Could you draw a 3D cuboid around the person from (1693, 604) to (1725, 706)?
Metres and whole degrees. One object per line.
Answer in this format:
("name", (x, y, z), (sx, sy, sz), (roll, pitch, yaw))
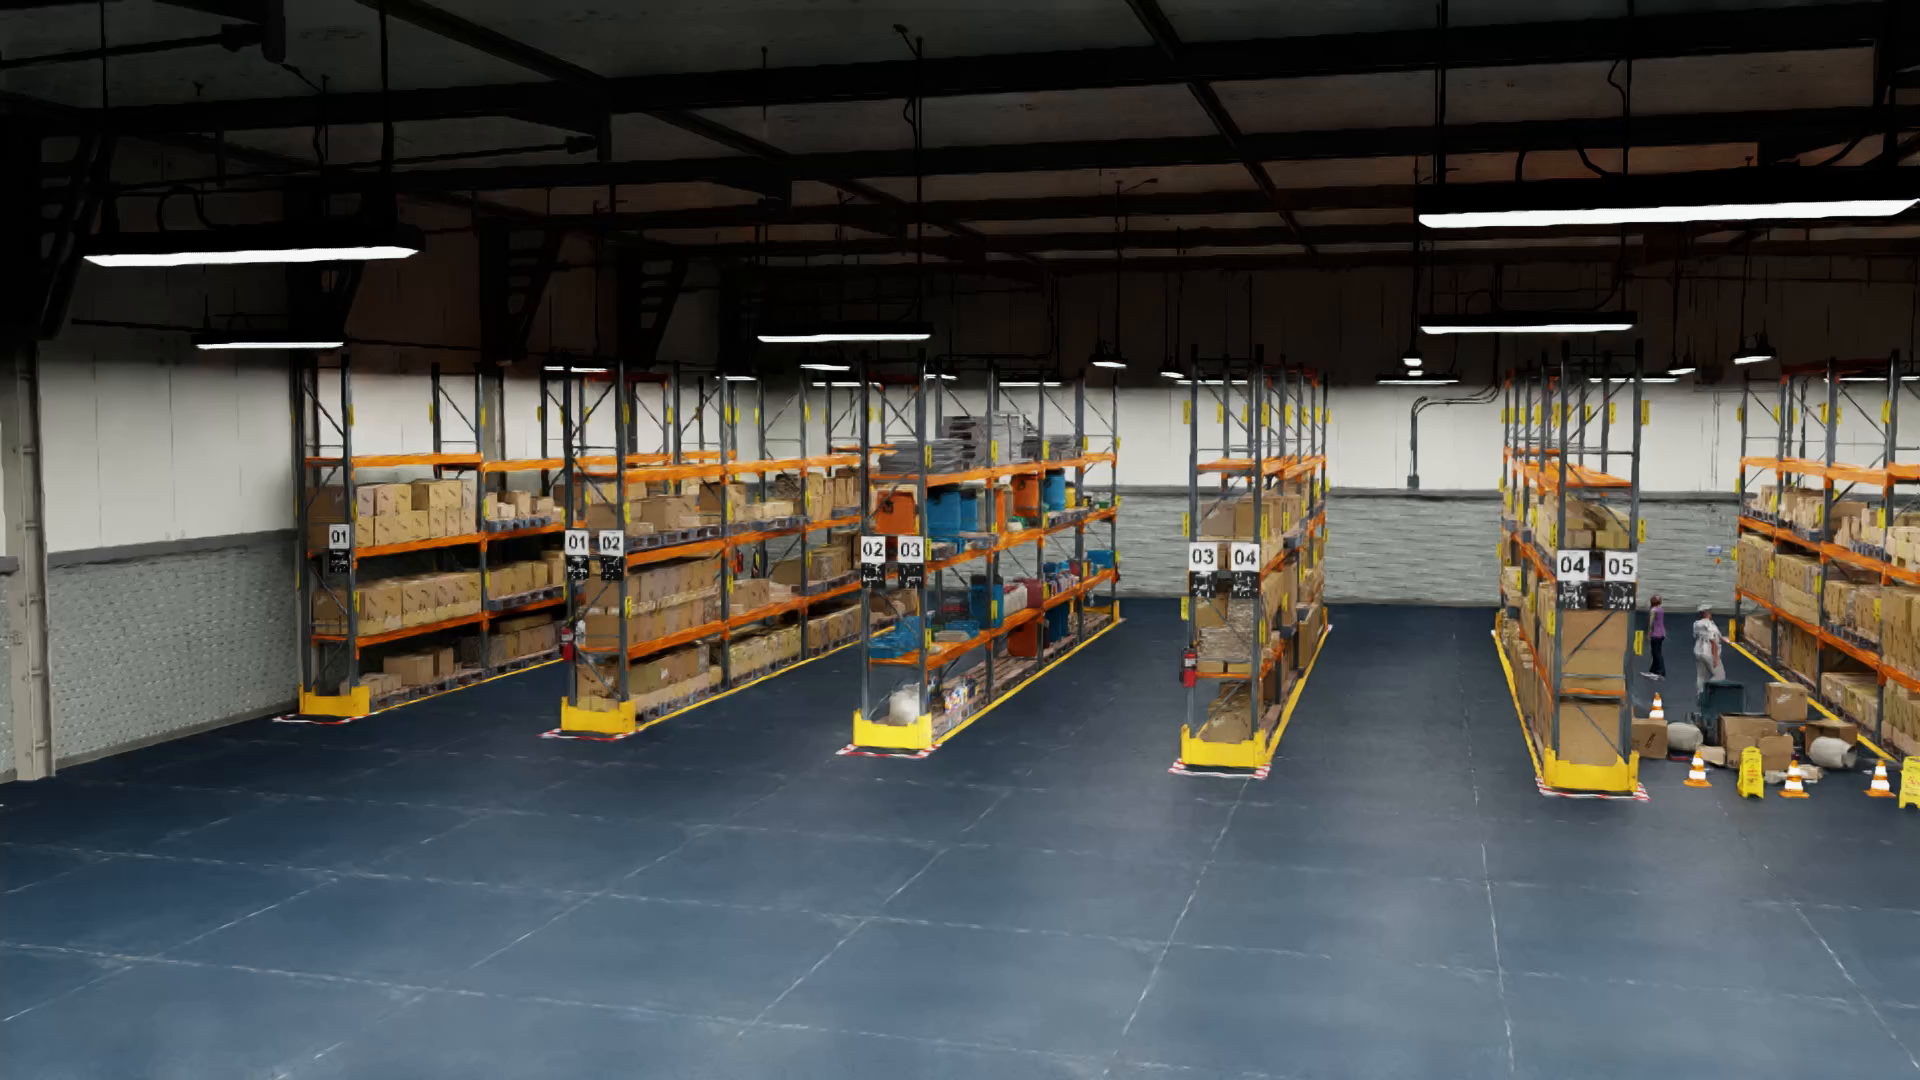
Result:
("person", (12.795, 1.988, 28.504), (0.470, 1.753, 0.588), (-1, 4, -12))

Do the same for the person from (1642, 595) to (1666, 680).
("person", (13.181, 1.823, 31.546), (0.511, 1.583, 0.527), (-4, 6, -44))

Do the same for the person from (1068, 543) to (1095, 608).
("person", (3.201, 0.903, 43.089), (0.580, 1.750, 0.955), (3, 5, 31))

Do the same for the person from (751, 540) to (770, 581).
("person", (-5.374, 0.757, 45.050), (0.733, 1.709, 0.560), (-3, 5, -37))

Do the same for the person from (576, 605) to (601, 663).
("person", (-6.736, 1.947, 29.922), (0.495, 1.587, 1.086), (1, 4, 17))
